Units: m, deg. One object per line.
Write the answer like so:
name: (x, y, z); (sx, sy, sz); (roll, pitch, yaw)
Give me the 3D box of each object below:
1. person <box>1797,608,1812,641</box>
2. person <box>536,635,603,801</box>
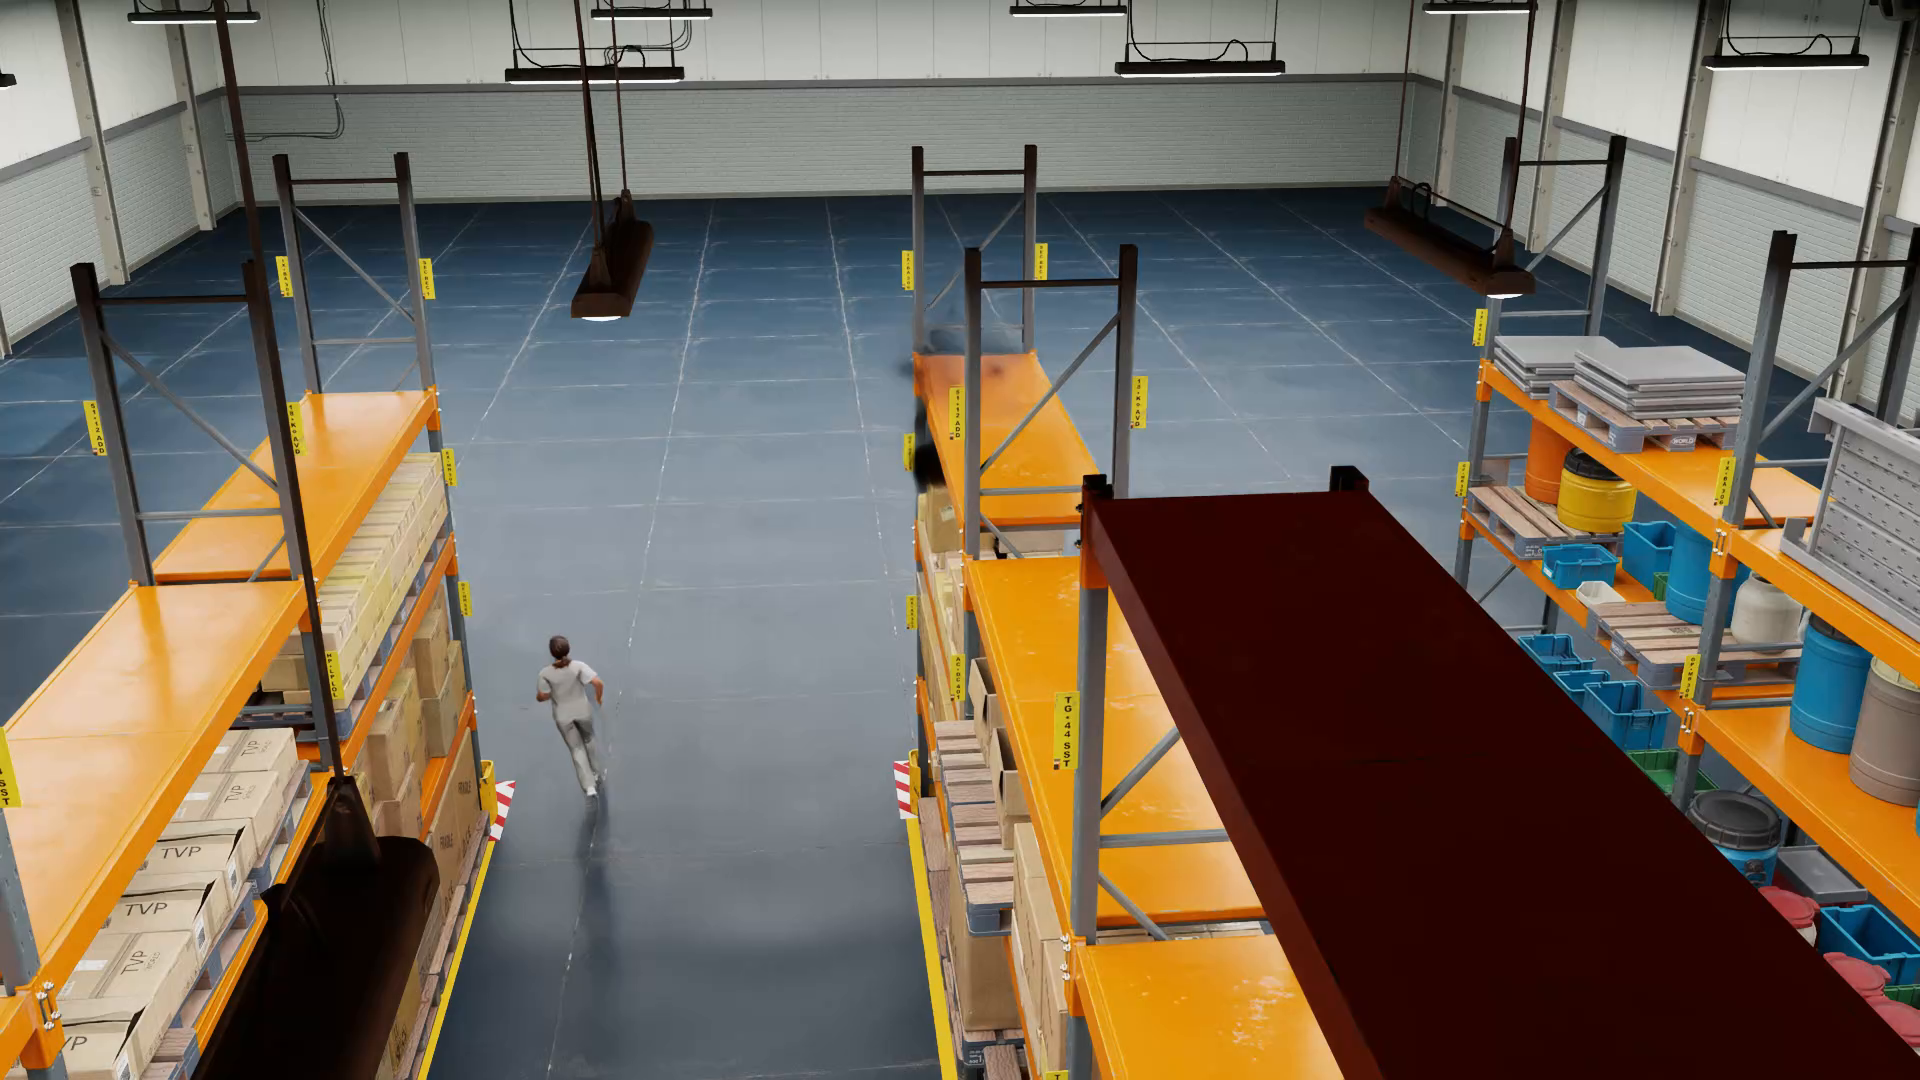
person: (9.408, 0.590, 17.771); (0.999, 1.685, 0.683); (10, 24, 24)
person: (-3.566, 1.653, 15.274); (0.593, 1.653, 0.886); (-7, 23, -18)
